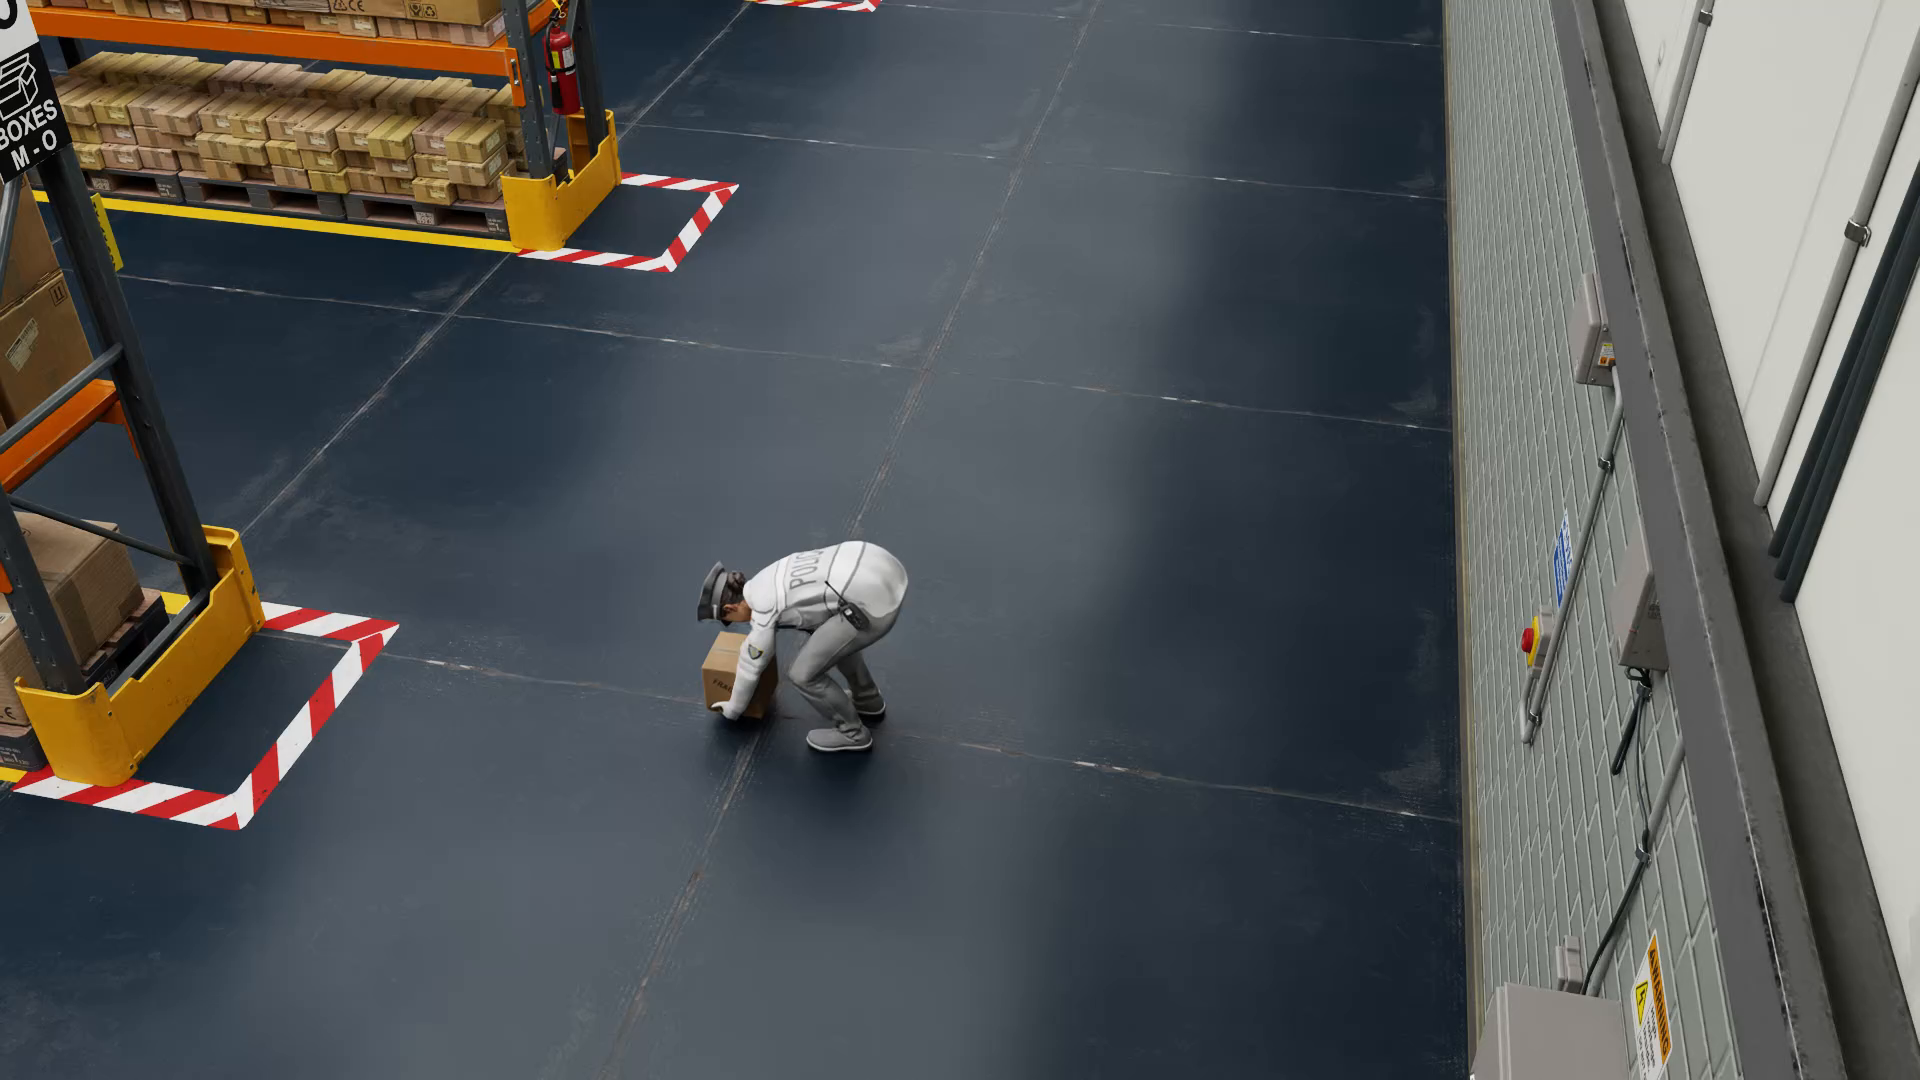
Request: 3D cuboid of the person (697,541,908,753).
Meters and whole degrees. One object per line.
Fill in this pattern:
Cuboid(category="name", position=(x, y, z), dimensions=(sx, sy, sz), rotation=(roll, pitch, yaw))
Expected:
Cuboid(category="person", position=(-0.658, 0.424, 7.007), dimensions=(0.885, 0.933, 0.452), rotation=(6, 37, 8))
